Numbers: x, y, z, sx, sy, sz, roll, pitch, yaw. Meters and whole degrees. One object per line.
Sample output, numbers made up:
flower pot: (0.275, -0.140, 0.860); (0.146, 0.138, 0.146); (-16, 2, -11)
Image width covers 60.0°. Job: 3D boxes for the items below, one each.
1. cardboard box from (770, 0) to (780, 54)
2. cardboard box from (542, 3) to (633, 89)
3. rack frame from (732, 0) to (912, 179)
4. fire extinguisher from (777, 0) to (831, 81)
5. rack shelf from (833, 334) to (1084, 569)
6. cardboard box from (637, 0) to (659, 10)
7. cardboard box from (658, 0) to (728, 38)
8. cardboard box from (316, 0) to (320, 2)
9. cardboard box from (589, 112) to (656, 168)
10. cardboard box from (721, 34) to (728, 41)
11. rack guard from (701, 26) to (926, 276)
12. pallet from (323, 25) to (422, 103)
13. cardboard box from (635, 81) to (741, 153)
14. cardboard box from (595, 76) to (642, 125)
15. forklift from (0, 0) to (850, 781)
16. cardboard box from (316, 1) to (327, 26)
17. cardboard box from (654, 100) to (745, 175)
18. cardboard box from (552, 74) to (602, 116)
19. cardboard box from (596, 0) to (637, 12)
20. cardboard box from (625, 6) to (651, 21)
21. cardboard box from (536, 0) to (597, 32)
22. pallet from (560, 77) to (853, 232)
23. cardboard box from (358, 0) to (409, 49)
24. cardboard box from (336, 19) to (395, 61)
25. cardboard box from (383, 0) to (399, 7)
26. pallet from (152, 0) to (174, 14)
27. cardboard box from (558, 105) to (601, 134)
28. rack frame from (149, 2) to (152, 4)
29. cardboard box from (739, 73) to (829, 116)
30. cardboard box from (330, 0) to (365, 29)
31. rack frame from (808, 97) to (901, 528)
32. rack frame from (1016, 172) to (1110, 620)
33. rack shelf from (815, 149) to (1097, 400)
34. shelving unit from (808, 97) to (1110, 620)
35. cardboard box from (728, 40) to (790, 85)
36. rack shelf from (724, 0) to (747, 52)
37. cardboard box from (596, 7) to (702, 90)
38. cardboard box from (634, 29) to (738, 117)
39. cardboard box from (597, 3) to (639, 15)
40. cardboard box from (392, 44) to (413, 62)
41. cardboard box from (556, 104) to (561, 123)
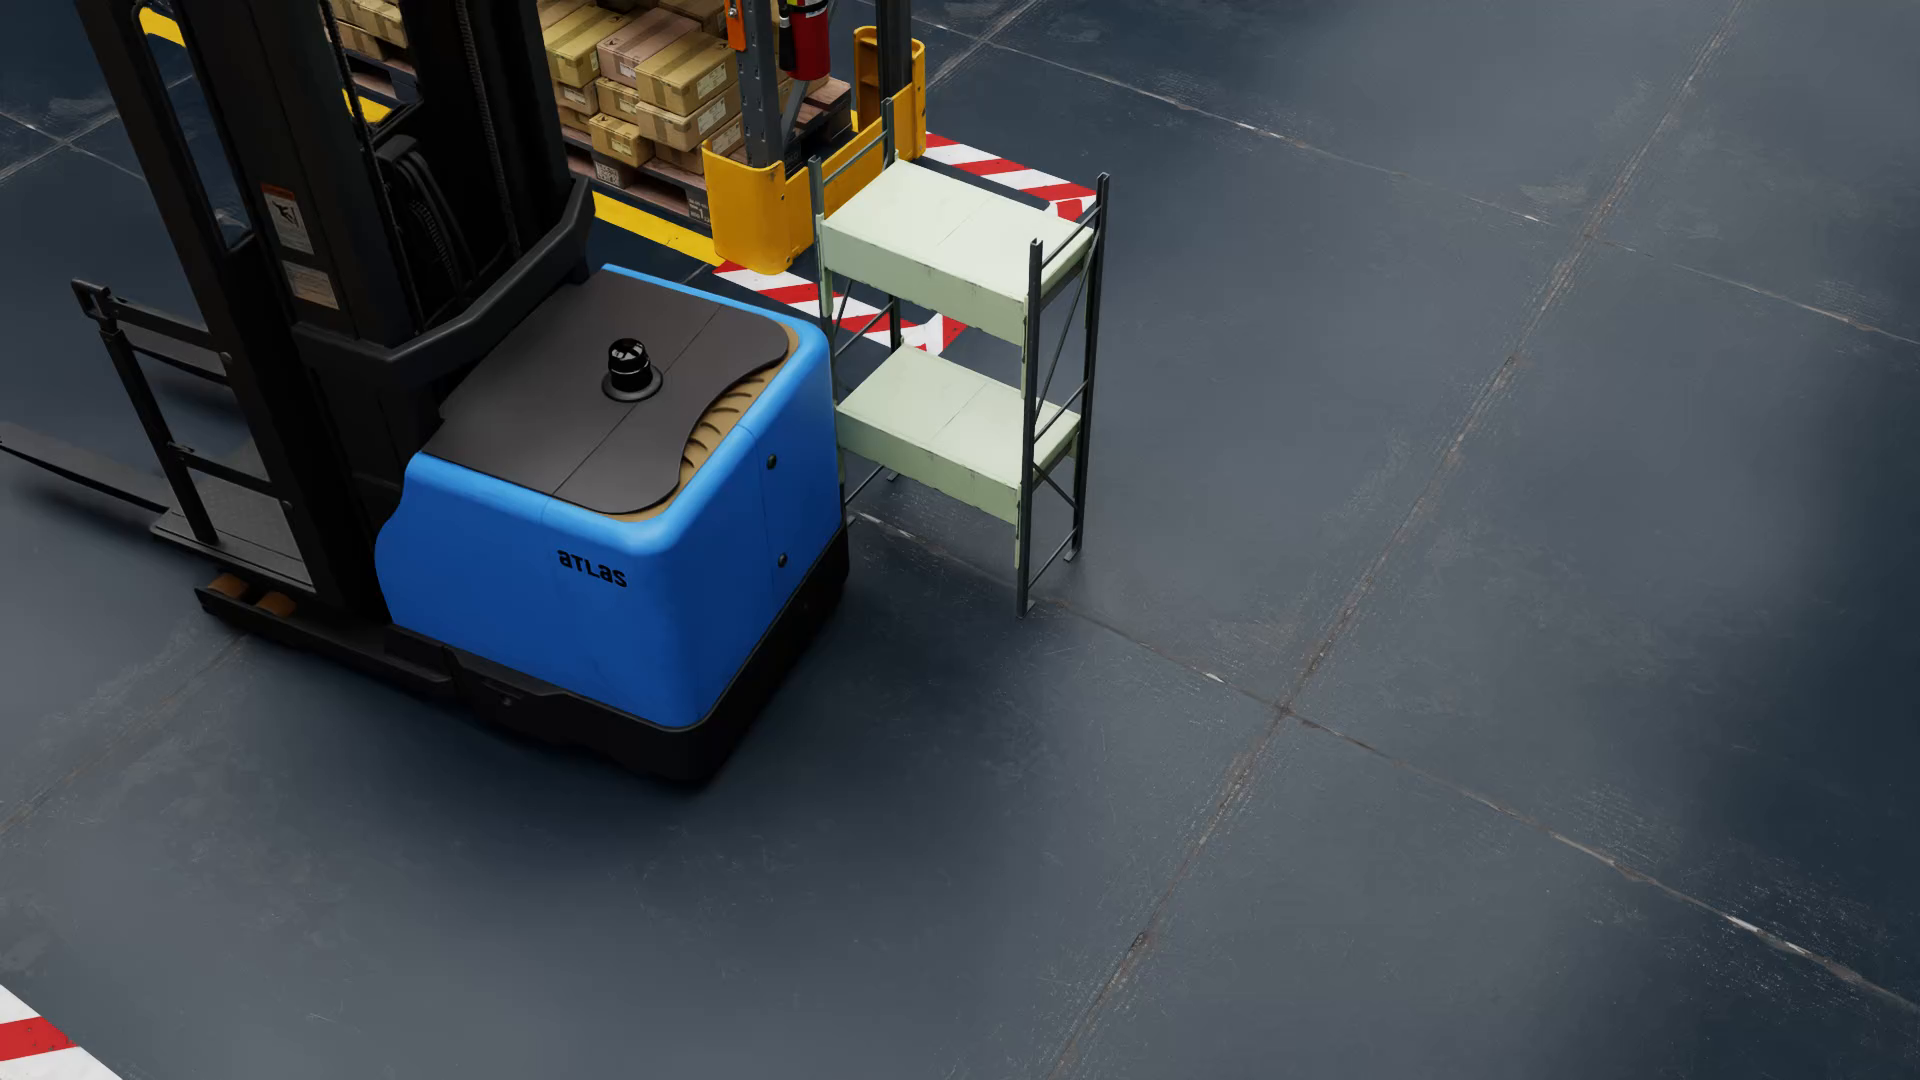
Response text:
cardboard box: (-0.780, -2.267, 7.142); (0.250, 0.149, 0.380); (23, 50, 20)
cardboard box: (-1.572, -2.067, 6.947); (0.250, 0.149, 0.380); (24, 50, 21)
rack frame: (-0.523, -2.499, 6.087); (0.127, 3.000, 1.000); (25, 51, 22)
fire extinguisher: (-0.560, -1.966, 5.883); (0.183, 0.674, 0.296); (25, 51, 22)
rack shelf: (-0.006, -0.298, 5.448); (0.720, 0.370, 0.431); (25, 51, 22)
cardboard box: (-1.220, -2.476, 7.345); (0.250, 0.149, 0.380); (25, 51, 22)
cardboard box: (-1.077, -2.301, 7.175); (0.250, 0.149, 0.380); (26, 51, 23)
cardboard box: (-2.827, -2.627, 7.699); (0.250, 0.149, 0.380); (27, 52, 24)
cardboard box: (-1.349, -1.768, 7.072); (0.250, 0.149, 0.380); (26, 51, 23)
cardboard box: (-1.025, -2.253, 7.336); (0.250, 0.149, 0.380); (24, 51, 22)
rack guard: (-0.587, -1.657, 7.012); (0.348, 0.500, 1.175); (25, 51, 22)
pallet: (-2.274, -2.365, 7.901); (1.213, 0.211, 1.003); (25, 51, 22)
cardboard box: (-1.121, -1.788, 6.883); (0.250, 0.149, 0.380); (23, 50, 21)
cardboard box: (-1.312, -1.921, 7.013); (0.250, 0.149, 0.380); (24, 50, 21)
forklift: (-1.930, -1.018, 4.696); (3.031, 2.935, 1.130); (18, 48, 17)
cardboard box: (-2.809, -2.547, 7.828); (0.250, 0.149, 0.380); (23, 50, 21)
cardboard box: (-1.078, -1.730, 7.034); (0.250, 0.149, 0.380); (26, 51, 23)
cardboard box: (-1.559, -1.988, 7.078); (0.250, 0.149, 0.380); (23, 50, 21)
cardboard box: (-1.474, -2.522, 7.390); (0.250, 0.149, 0.380); (22, 50, 20)
cardboard box: (-1.279, -2.295, 7.376); (0.250, 0.149, 0.380); (25, 51, 23)
cardboard box: (-1.756, -2.205, 7.082); (0.250, 0.149, 0.380); (23, 50, 21)
pallet: (-1.251, -1.893, 7.442); (1.213, 0.211, 1.003); (25, 51, 22)
cardboard box: (-2.455, -2.381, 7.460); (0.250, 0.149, 0.380); (25, 51, 22)
cardboard box: (-2.642, -2.388, 7.674); (0.250, 0.149, 0.380); (23, 50, 21)
cardboard box: (-2.410, -2.529, 7.396); (0.250, 0.149, 0.380); (25, 51, 22)
pallet: (-3.305, -2.837, 8.360); (1.213, 0.211, 1.003); (25, 51, 22)
cardboard box: (-1.525, -1.923, 7.222); (0.250, 0.149, 0.380); (24, 51, 22)
rack frame: (-3.890, -4.048, 7.592); (0.127, 3.000, 1.000); (25, 51, 22)
cardboard box: (-0.791, -2.048, 7.344); (0.250, 0.149, 0.380); (26, 51, 23)
cardboard box: (-2.649, -2.491, 7.567); (0.250, 0.149, 0.380); (24, 51, 22)
rack frame: (-0.314, -0.667, 5.352); (0.023, 1.500, 0.400); (25, 51, 22)
rack frame: (0.302, -0.384, 5.077); (0.023, 1.500, 0.400); (25, 51, 22)
rack shelf: (-0.006, -0.797, 4.935); (0.720, 0.370, 0.431); (25, 51, 22)
shelving unit: (-0.006, -0.525, 5.215); (0.755, 1.500, 0.431); (25, 51, 22)
cardboard box: (-0.825, -2.113, 7.200); (0.250, 0.149, 0.380); (27, 52, 24)
rack shelf: (-2.206, -3.023, 7.097); (4.000, 0.370, 1.077); (25, 51, 22)
cardboard box: (-1.286, -2.043, 6.924); (0.250, 0.149, 0.380); (26, 51, 23)
cardboard box: (-1.105, -1.911, 6.796); (0.250, 0.149, 0.380); (25, 51, 23)
cardboard box: (-1.436, -2.460, 7.536); (0.250, 0.149, 0.380); (26, 51, 23)
cardboard box: (-2.380, -2.332, 7.620); (0.250, 0.149, 0.380); (26, 51, 23)
cardboard box: (-1.740, -2.010, 7.307); (0.250, 0.149, 0.380); (25, 51, 22)
